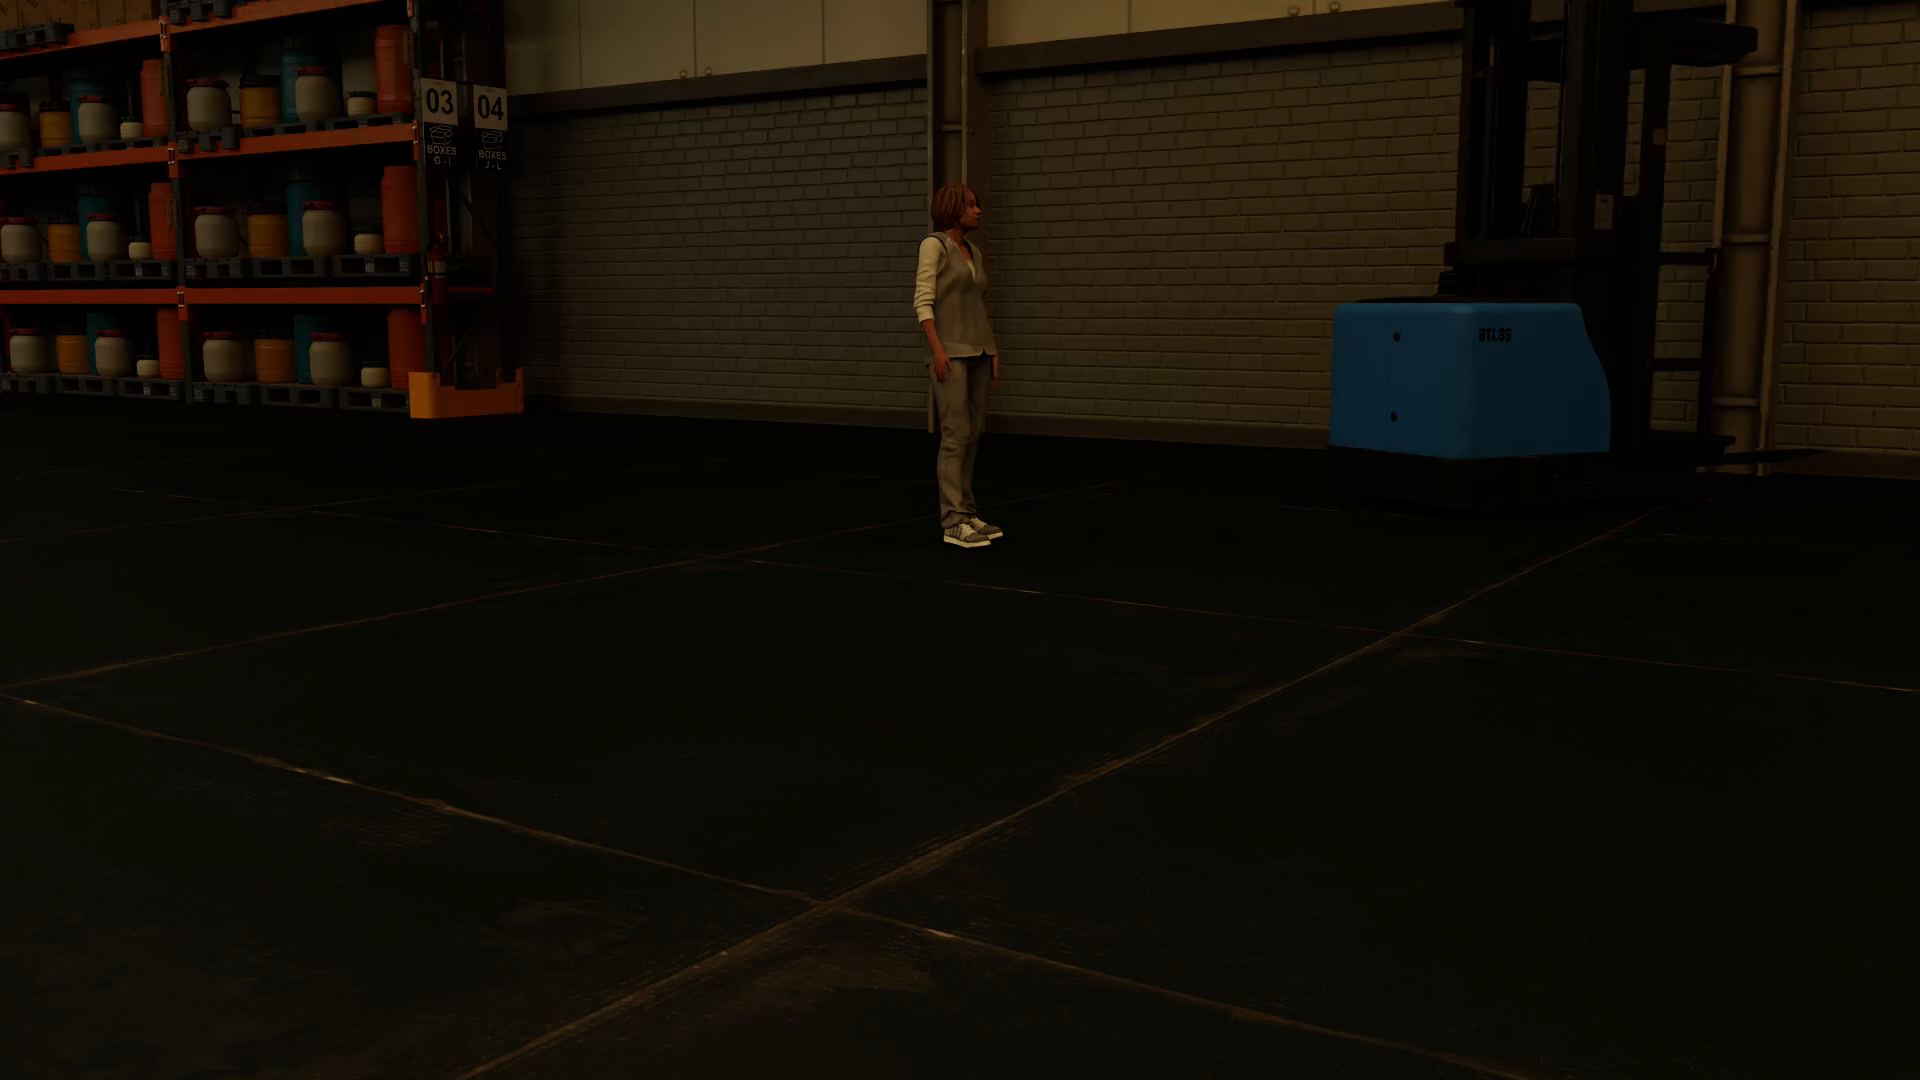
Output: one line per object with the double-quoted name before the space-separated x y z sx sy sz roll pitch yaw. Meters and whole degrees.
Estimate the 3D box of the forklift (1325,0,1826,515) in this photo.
"forklift" 3.539 -1.695 9.111 3.031 2.935 1.130 -4 9 -27

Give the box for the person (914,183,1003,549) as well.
"person" 0.053 -0.790 7.438 0.475 1.596 0.521 5 10 34
